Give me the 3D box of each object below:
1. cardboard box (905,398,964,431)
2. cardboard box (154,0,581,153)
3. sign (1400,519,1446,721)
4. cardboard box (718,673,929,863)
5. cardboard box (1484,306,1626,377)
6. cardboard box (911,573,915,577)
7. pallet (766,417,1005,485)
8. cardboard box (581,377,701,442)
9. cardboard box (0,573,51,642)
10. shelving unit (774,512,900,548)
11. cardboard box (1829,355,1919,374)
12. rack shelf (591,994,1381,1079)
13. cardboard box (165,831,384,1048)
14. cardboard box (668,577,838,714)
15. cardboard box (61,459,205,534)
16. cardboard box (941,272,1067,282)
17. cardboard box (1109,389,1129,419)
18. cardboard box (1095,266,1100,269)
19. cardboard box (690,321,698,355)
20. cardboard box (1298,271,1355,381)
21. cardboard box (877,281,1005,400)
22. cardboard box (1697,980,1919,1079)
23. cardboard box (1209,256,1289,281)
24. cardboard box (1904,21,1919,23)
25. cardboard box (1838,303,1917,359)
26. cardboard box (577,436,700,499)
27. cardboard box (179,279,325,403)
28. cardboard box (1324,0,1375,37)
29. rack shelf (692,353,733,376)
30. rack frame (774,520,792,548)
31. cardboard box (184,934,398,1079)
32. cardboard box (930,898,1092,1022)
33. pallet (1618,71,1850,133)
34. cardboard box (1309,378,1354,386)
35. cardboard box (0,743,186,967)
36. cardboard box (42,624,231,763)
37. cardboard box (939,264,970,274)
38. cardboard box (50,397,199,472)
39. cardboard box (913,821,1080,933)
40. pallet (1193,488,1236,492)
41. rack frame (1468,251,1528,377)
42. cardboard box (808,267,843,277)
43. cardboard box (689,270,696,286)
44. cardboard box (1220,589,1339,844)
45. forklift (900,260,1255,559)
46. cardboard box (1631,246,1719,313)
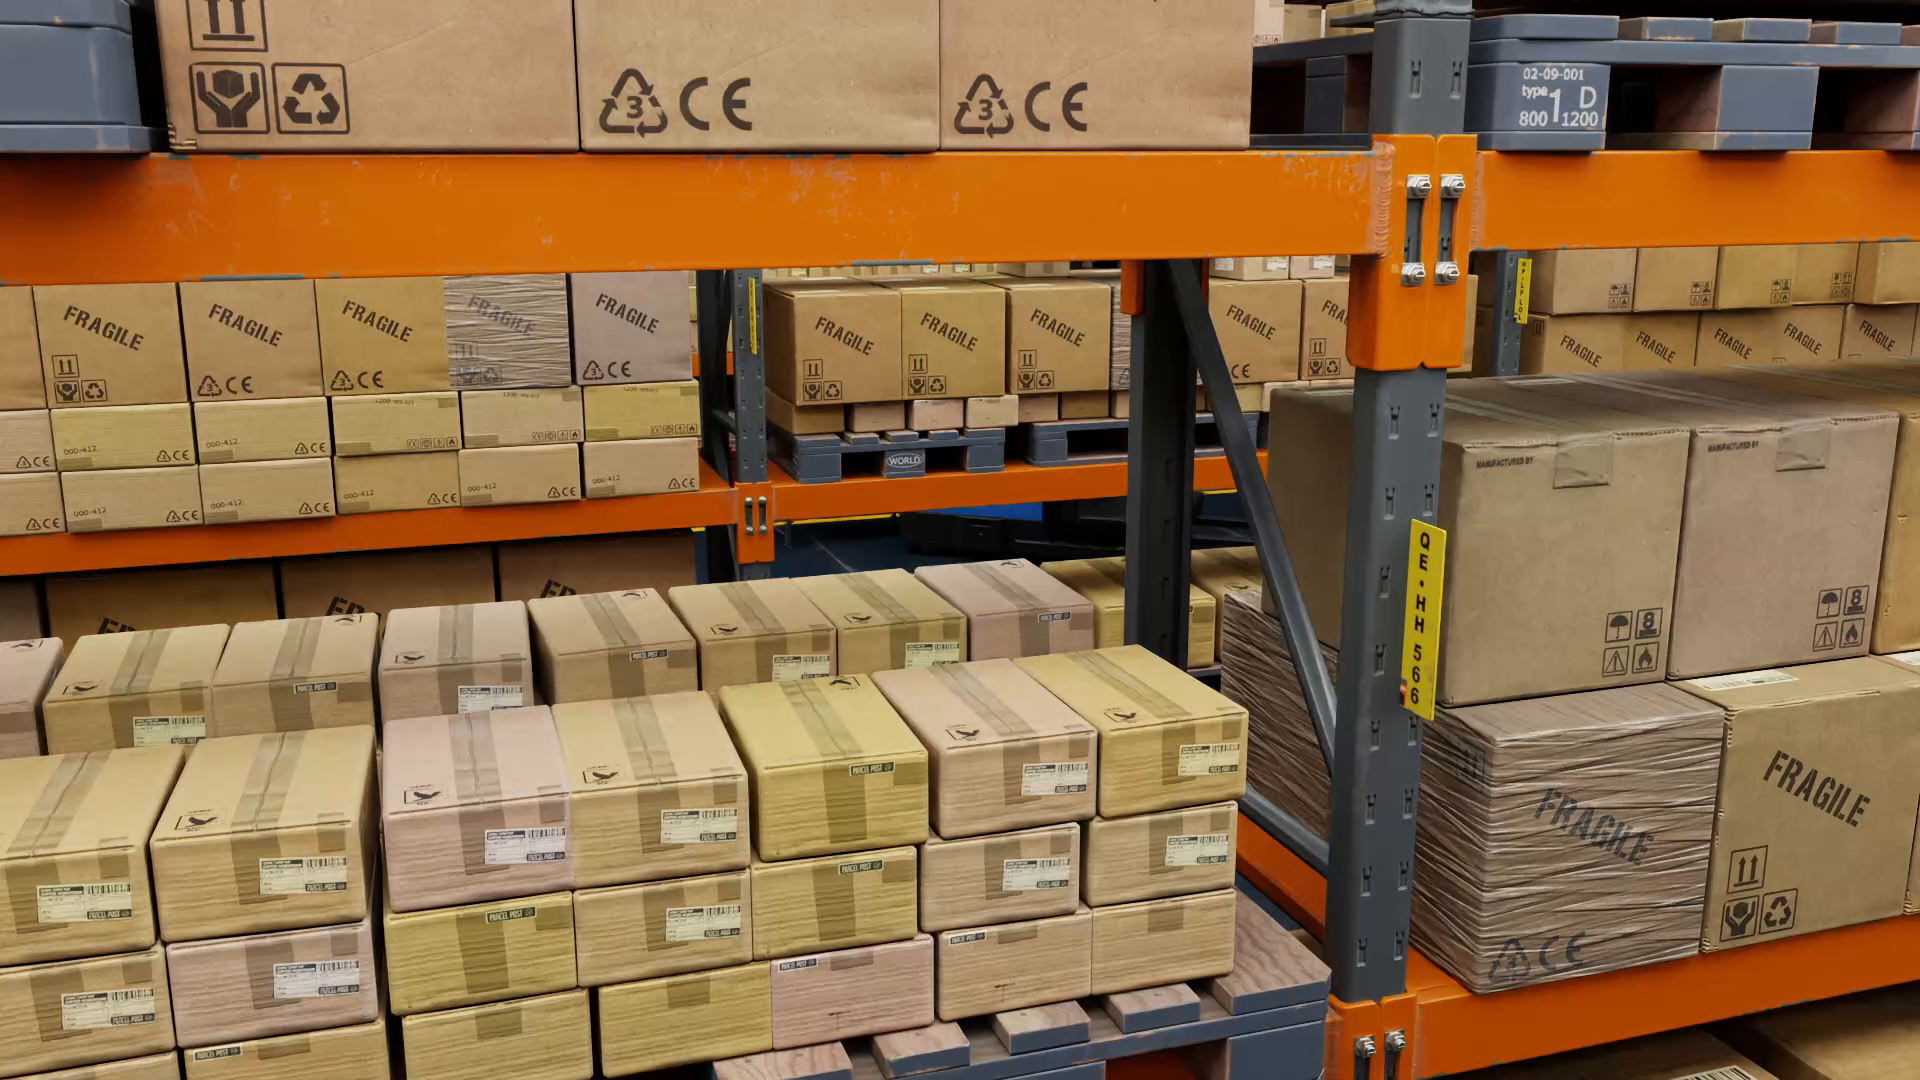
[{"bbox_3d":[-0.168,-0.628,7.935,0.250,0.149,0.380,-5,14,-22],"label":"cardboard box"},{"bbox_3d":[-0.819,-0.795,2.304,0.500,0.500,0.500,-4,14,-18],"label":"cardboard box"},{"bbox_3d":[0.768,0.133,2.771,0.005,0.325,0.100,-4,14,-18],"label":"sign"},{"bbox_3d":[-0.219,0.342,2.572,0.250,0.149,0.380,-4,14,-16],"label":"cardboard box"},{"bbox_3d":[3.209,-0.999,9.000,0.500,0.500,0.500,-4,14,-18],"label":"cardboard box"},{"bbox_3d":[0.147,0.440,8.584,0.625,0.372,0.950,-5,14,-19],"label":"cardboard box"},{"bbox_3d":[-0.447,-0.521,8.267,1.003,0.211,1.213,-4,14,-18],"label":"pallet"},{"bbox_3d":[-1.466,-0.618,7.501,0.500,0.250,0.500,-5,14,-18],"label":"cardboard box"},{"bbox_3d":[-4.317,0.523,7.148,0.875,0.875,0.875,-4,14,-16],"label":"cardboard box"},{"bbox_3d":[-0.867,-0.595,12.215,1.048,1.125,0.538,-6,15,-25],"label":"shelving unit"},{"bbox_3d":[2.464,-0.140,3.874,0.500,0.500,0.700,-5,14,-19],"label":"cardboard box"},{"bbox_3d":[-1.309,1.037,2.855,4.000,0.370,1.077,-4,14,-18],"label":"rack shelf"},{"bbox_3d":[-0.959,0.545,2.363,0.250,0.149,0.380,-4,14,-17],"label":"cardboard box"},{"bbox_3d":[-0.401,0.197,3.182,0.250,0.149,0.380,-5,14,-18],"label":"cardboard box"},{"bbox_3d":[-3.397,-0.218,6.901,0.500,0.250,0.500,-5,14,-19],"label":"cardboard box"},{"bbox_3d":[0.218,-1.109,8.557,0.500,0.500,0.500,-5,14,-22],"label":"cardboard box"},{"bbox_3d":[0.826,-0.713,8.292,0.250,0.149,0.380,-4,14,-16],"label":"cardboard box"},{"bbox_3d":[1.456,-2.063,14.119,0.500,0.500,0.500,-5,14,-18],"label":"cardboard box"},{"bbox_3d":[-2.176,-1.533,12.431,0.500,0.250,0.500,-4,14,-18],"label":"cardboard box"},{"bbox_3d":[1.869,-1.110,8.562,0.500,0.500,0.500,-4,14,-18],"label":"cardboard box"},{"bbox_3d":[-0.096,-0.959,7.925,0.500,0.500,0.500,-4,14,-15],"label":"cardboard box"},{"bbox_3d":[2.020,1.339,3.985,0.750,0.750,1.050,-4,14,-17],"label":"cardboard box"},{"bbox_3d":[1.436,-1.384,8.313,0.250,0.149,0.380,-5,14,-20],"label":"cardboard box"},{"bbox_3d":[2.304,-1.209,3.332,0.500,0.311,0.500,-5,14,-19],"label":"cardboard box"},{"bbox_3d":[5.116,-1.150,9.636,0.500,0.500,0.500,-5,14,-18],"label":"cardboard box"},{"bbox_3d":[-1.485,-0.372,7.547,0.500,0.250,0.500,-5,14,-20],"label":"cardboard box"},{"bbox_3d":[-2.933,-0.868,6.932,0.500,0.500,0.500,-5,14,-19],"label":"cardboard box"},{"bbox_3d":[2.194,-2.597,8.433,0.500,0.250,0.500,-4,14,-17],"label":"cardboard box"},{"bbox_3d":[-0.779,-1.425,13.205,4.000,0.370,1.077,-4,14,-18],"label":"rack shelf"},{"bbox_3d":[-1.326,-0.545,12.003,0.032,1.125,0.500,-6,15,-25],"label":"rack frame"},{"bbox_3d":[-0.952,0.688,2.403,0.250,0.149,0.380,-4,14,-16],"label":"cardboard box"},{"bbox_3d":[0.029,0.613,2.721,0.250,0.149,0.380,-4,14,-18],"label":"cardboard box"},{"bbox_3d":[2.239,-0.970,3.666,1.213,0.211,1.003,-4,14,-15],"label":"pallet"},{"bbox_3d":[1.815,-0.775,8.554,0.250,0.149,0.380,-5,14,-19],"label":"cardboard box"},{"bbox_3d":[-1.205,0.419,2.250,0.250,0.149,0.380,-4,14,-16],"label":"cardboard box"},{"bbox_3d":[-1.396,0.275,2.856,0.250,0.149,0.380,-5,14,-19],"label":"cardboard box"},{"bbox_3d":[-0.100,-2.129,12.993,0.250,0.149,0.380,-5,14,-19],"label":"cardboard box"},{"bbox_3d":[-3.400,-0.460,6.840,0.500,0.250,0.500,-4,14,-17],"label":"cardboard box"},{"bbox_3d":[0.011,0.469,2.681,0.250,0.149,0.380,-4,14,-16],"label":"cardboard box"},{"bbox_3d":[1.883,-0.615,14.273,1.213,0.211,1.003,-4,14,-18],"label":"pallet"},{"bbox_3d":[2.703,-0.834,9.167,0.127,3.000,1.000,-4,14,-18],"label":"rack frame"},{"bbox_3d":[-1.059,-2.048,12.652,0.250,0.149,0.380,-4,14,-17],"label":"cardboard box"},{"bbox_3d":[-2.026,-1.970,12.326,0.250,0.149,0.380,-4,14,-17],"label":"cardboard box"},{"bbox_3d":[0.928,0.399,3.769,0.500,0.500,0.500,-4,14,-18],"label":"cardboard box"},{"bbox_3d":[1.150,-1.335,11.423,3.031,2.935,1.130,4,14,18],"label":"forklift"},{"bbox_3d":[3.680,-1.532,9.080,0.500,0.500,0.700,-4,14,-18],"label":"cardboard box"}]
